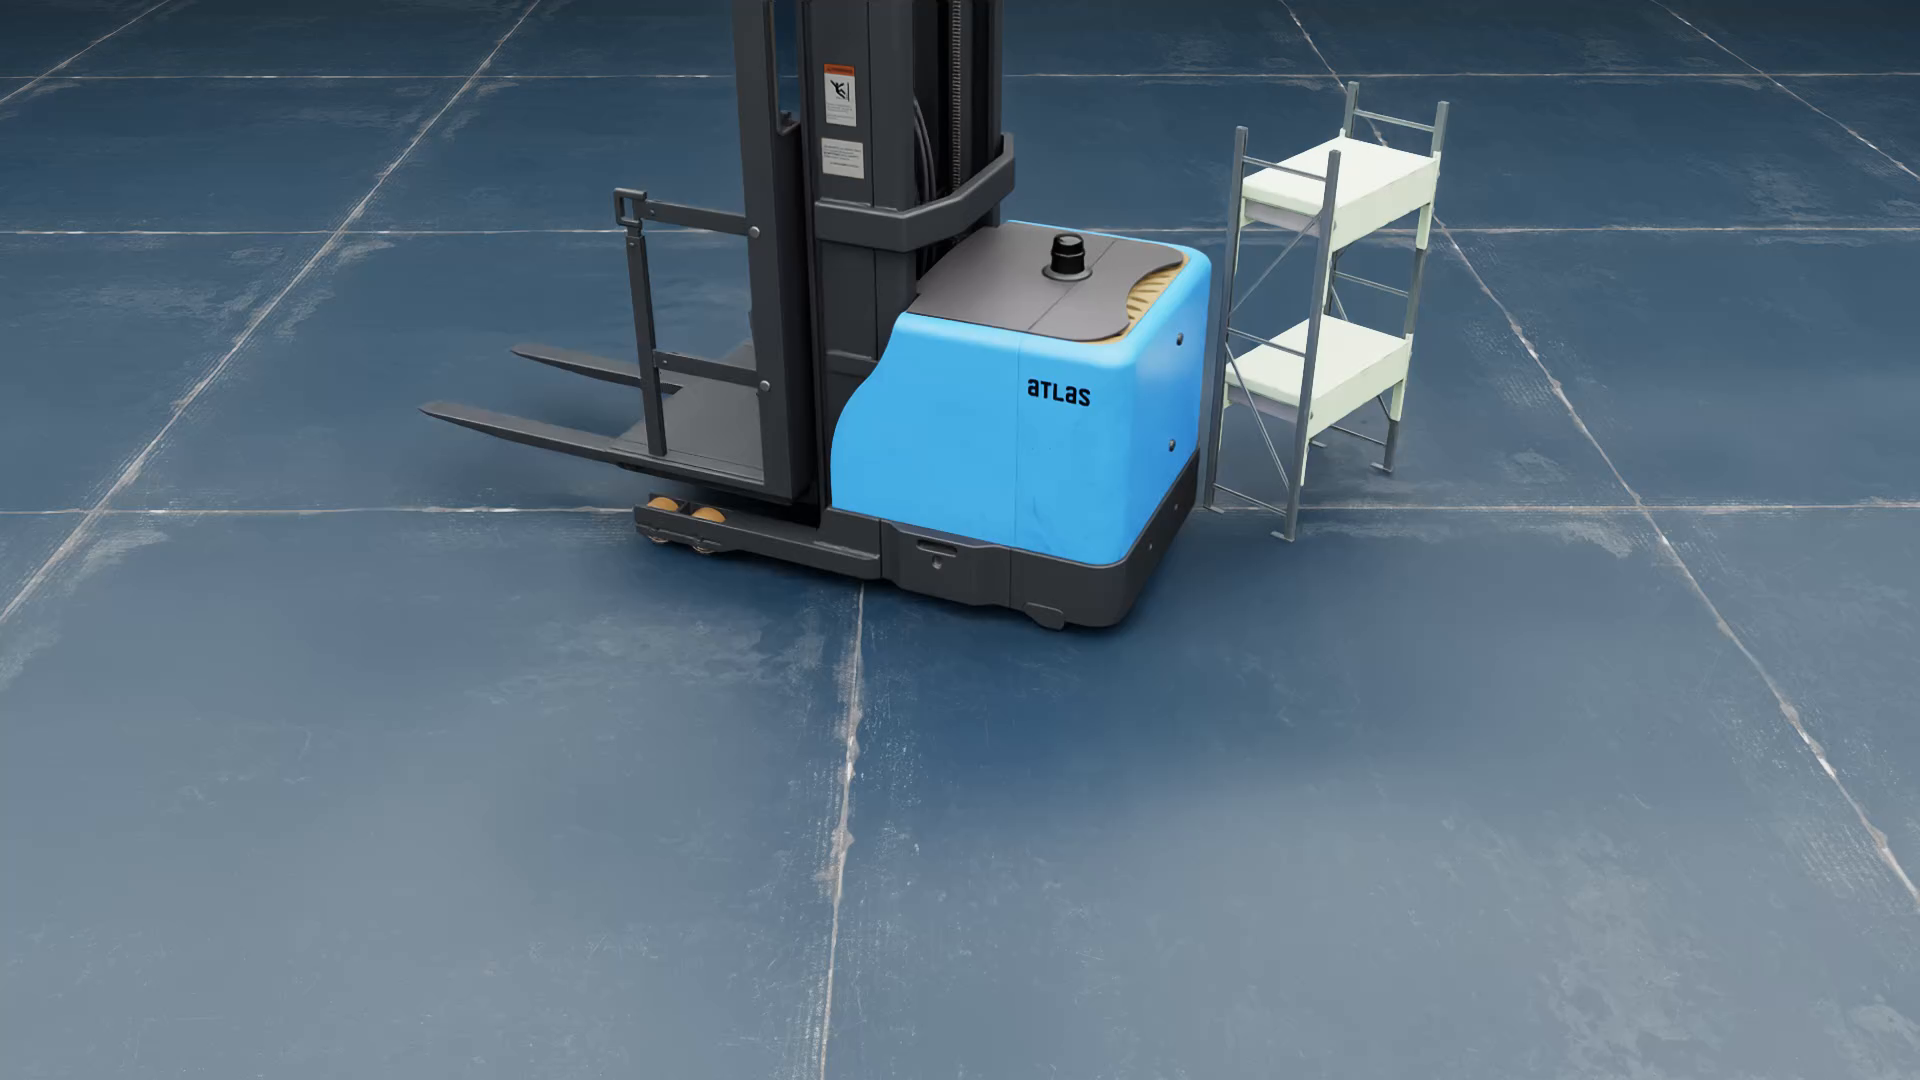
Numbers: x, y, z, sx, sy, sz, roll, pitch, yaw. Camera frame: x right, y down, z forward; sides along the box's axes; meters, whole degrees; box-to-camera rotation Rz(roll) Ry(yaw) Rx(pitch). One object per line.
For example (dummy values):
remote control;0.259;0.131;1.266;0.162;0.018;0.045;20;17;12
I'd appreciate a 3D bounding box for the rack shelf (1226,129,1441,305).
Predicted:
rack shelf;1.345;-1.177;5.992;0.431;0.370;0.720;25;39;35

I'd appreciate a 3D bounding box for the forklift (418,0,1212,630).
forklift;-0.662;-1.440;5.798;3.031;2.935;1.130;13;33;20

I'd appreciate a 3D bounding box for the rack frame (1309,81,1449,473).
rack frame;1.591;-0.984;6.426;0.400;1.500;0.023;25;39;35

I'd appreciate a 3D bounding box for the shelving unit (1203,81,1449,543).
shelving unit;1.345;-0.844;6.195;0.431;1.500;0.755;25;39;35

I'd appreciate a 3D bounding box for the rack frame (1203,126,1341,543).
rack frame;1.099;-0.703;5.963;0.400;1.500;0.023;25;39;35

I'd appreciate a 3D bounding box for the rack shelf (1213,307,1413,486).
rack shelf;1.345;-0.565;6.364;0.431;0.370;0.720;25;39;35
